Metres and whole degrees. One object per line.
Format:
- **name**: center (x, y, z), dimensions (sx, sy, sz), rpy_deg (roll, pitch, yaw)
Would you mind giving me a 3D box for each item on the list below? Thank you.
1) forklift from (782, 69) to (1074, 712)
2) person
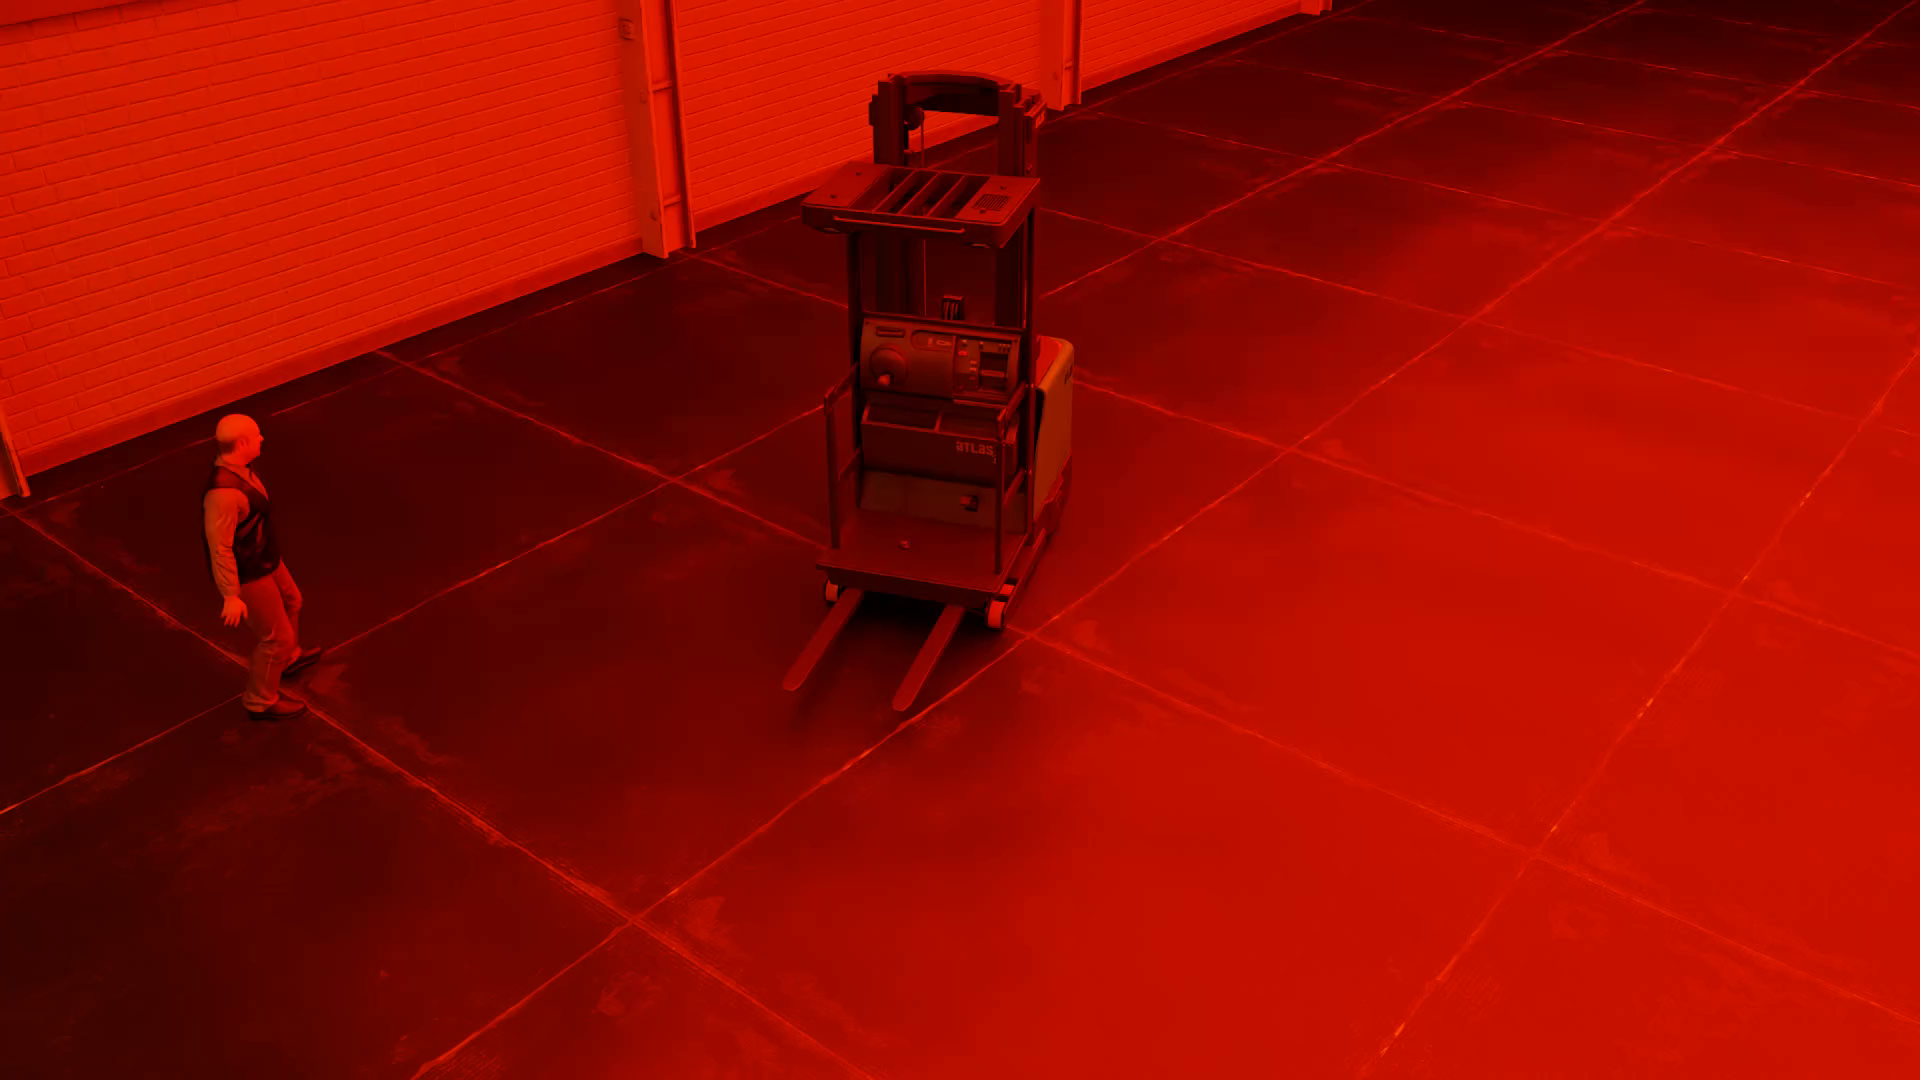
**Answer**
- **forklift**: center (-0.176, -0.972, 9.258), dimensions (1.130, 2.935, 3.031), rpy_deg (9, 31, 14)
- **person**: center (-3.668, 0.129, 8.610), dimensions (0.386, 1.693, 0.840), rpy_deg (-9, 31, -14)
